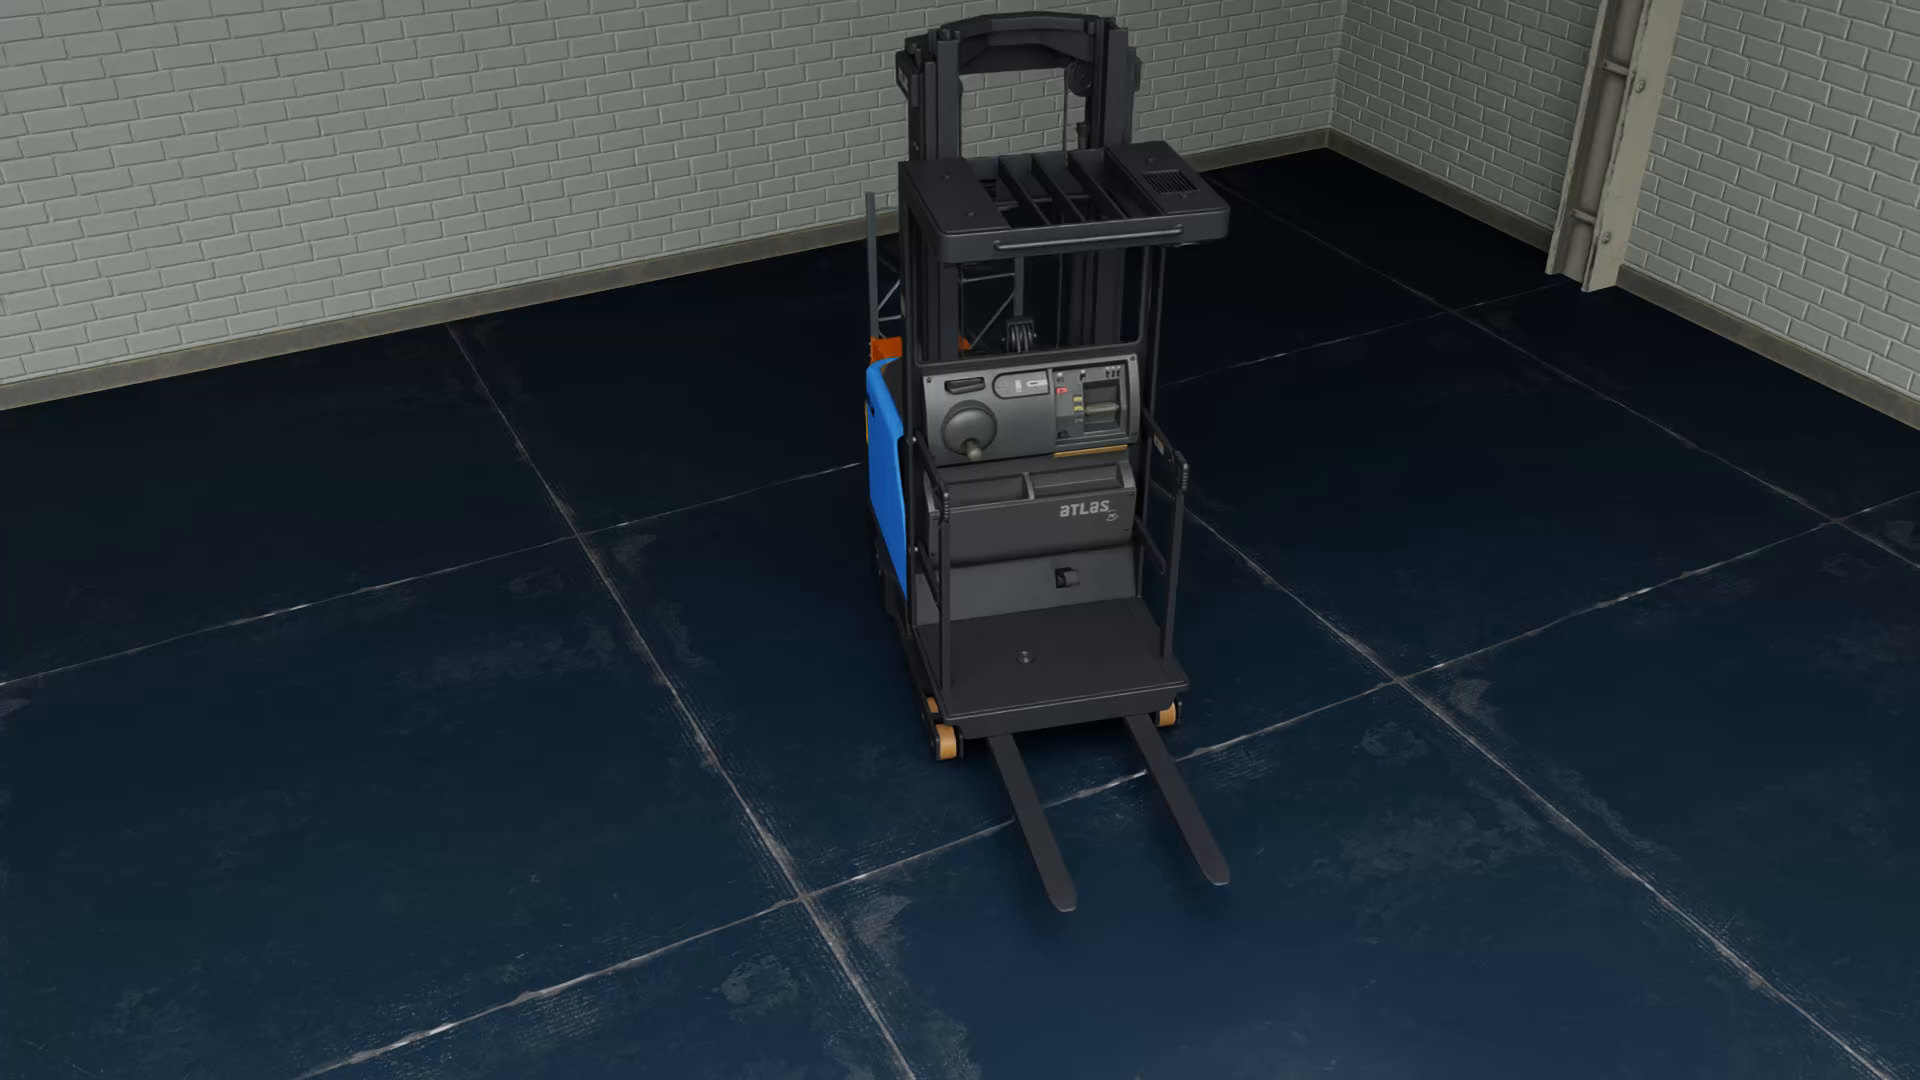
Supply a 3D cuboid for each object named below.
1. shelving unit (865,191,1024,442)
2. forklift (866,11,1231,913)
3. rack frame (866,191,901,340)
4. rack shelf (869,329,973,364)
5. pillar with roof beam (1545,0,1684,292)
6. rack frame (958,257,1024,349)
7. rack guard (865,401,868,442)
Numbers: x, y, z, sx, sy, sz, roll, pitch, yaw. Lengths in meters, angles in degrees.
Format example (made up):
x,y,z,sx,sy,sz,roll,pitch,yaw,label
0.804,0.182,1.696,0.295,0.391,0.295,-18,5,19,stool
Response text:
x,y,z,sx,sy,sz,roll,pitch,yaw,label
-0.091,-0.997,8.915,0.587,1.500,1.083,-11,34,-16,shelving unit
0.356,-0.501,6.814,1.130,2.935,3.031,-7,33,-11,forklift
-0.263,-1.260,9.326,0.500,1.500,0.032,-11,34,-16,rack frame
-0.094,-0.850,9.019,0.538,0.185,1.000,-11,34,-16,rack shelf
0.526,-4.535,7.486,9.100,9.000,0.400,-16,36,-23,pillar with roof beam
0.074,-0.743,8.519,0.500,1.500,0.032,-11,34,-16,rack frame
-0.256,-0.724,9.648,0.587,0.250,0.087,-11,34,-16,rack guard
